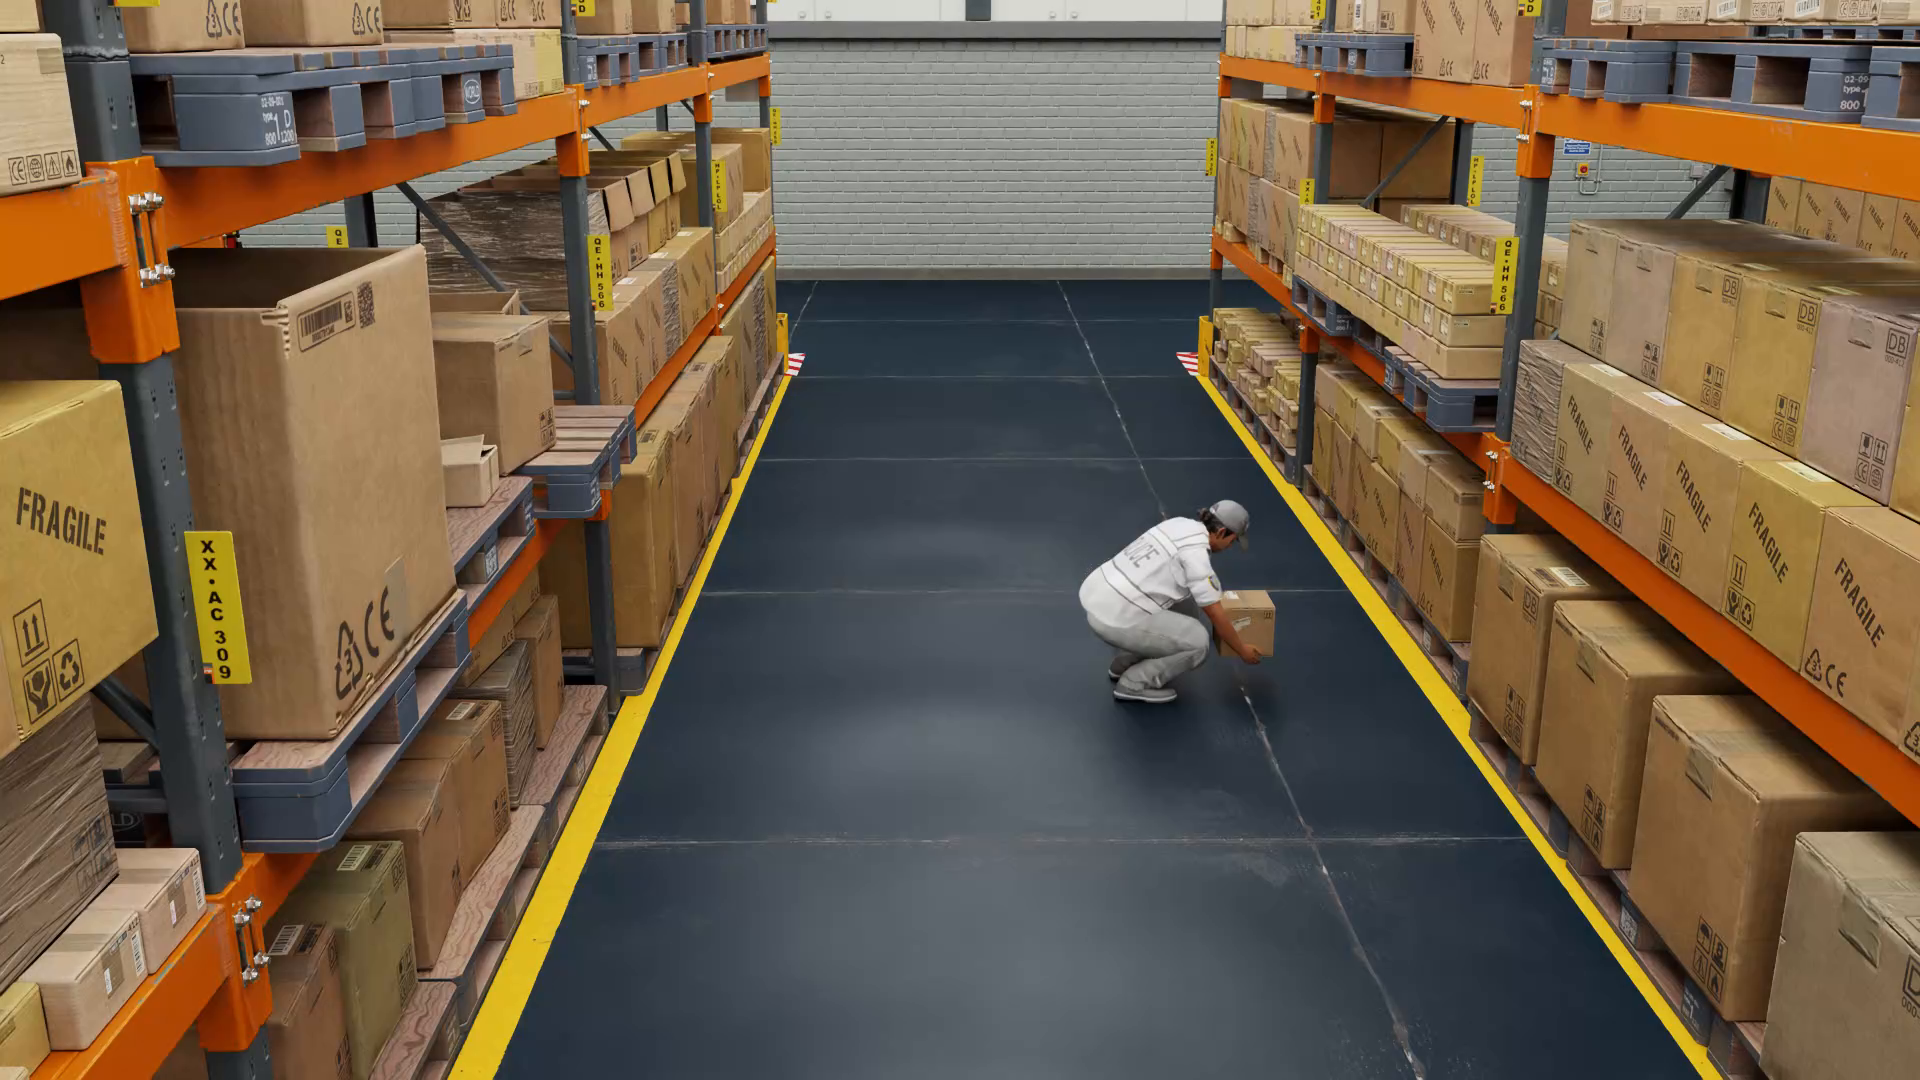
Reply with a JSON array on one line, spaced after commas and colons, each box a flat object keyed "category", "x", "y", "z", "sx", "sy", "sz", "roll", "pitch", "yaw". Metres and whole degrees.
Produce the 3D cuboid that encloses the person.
[{"category": "person", "x": 1.001, "y": 0.276, "z": 7.916, "sx": 0.860, "sy": 0.930, "sz": 0.528, "roll": 0, "pitch": 17, "yaw": -1}]
